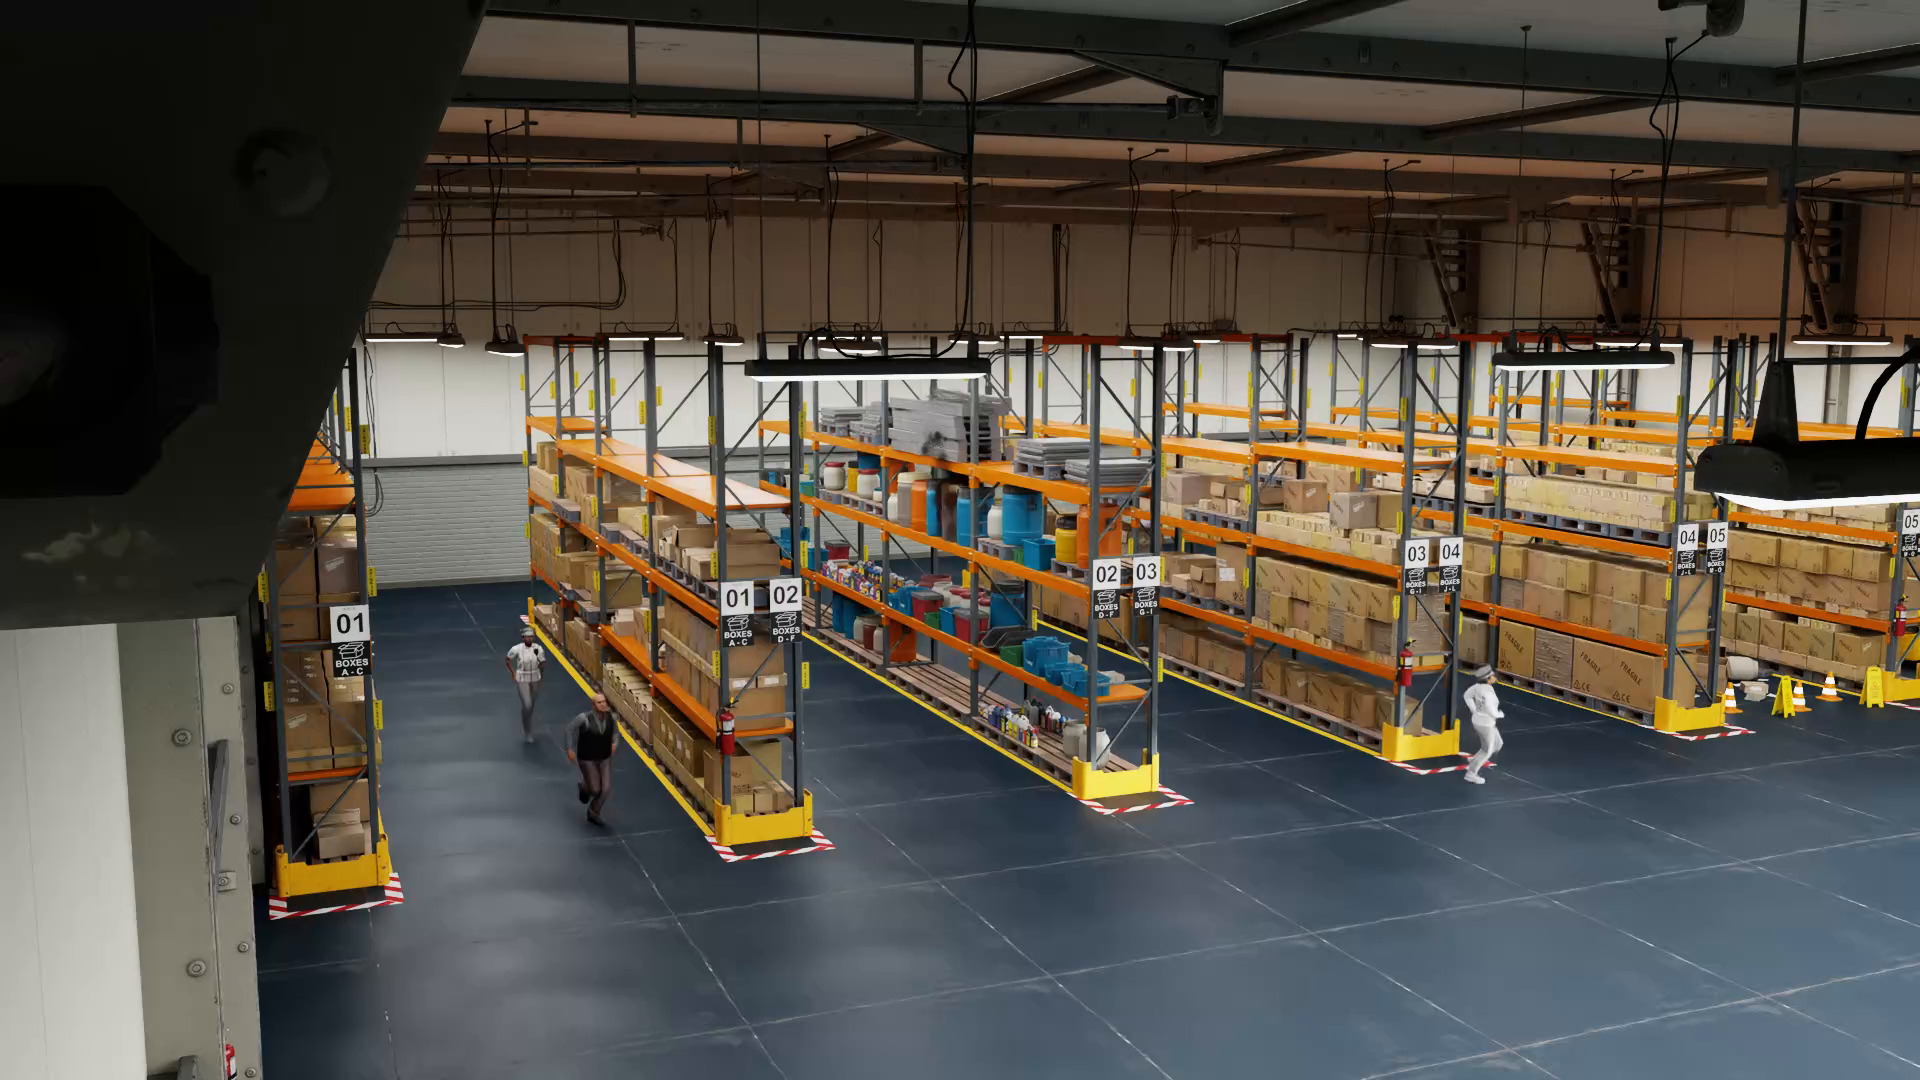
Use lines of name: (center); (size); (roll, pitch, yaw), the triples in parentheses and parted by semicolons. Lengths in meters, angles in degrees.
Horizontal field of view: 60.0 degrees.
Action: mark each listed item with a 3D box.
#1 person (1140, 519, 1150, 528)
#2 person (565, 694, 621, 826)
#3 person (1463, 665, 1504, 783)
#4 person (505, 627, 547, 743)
person: (4.656, -0.022, 41.926); (0.608, 1.604, 0.539); (7, 10, 43)
person: (-4.589, 2.753, 20.900); (0.693, 1.678, 0.681); (-6, 9, -36)
person: (7.177, 2.508, 22.685); (0.533, 1.655, 0.632); (1, 8, 5)
person: (-6.526, 2.168, 25.135); (0.558, 1.760, 0.774); (-5, 9, -35)
